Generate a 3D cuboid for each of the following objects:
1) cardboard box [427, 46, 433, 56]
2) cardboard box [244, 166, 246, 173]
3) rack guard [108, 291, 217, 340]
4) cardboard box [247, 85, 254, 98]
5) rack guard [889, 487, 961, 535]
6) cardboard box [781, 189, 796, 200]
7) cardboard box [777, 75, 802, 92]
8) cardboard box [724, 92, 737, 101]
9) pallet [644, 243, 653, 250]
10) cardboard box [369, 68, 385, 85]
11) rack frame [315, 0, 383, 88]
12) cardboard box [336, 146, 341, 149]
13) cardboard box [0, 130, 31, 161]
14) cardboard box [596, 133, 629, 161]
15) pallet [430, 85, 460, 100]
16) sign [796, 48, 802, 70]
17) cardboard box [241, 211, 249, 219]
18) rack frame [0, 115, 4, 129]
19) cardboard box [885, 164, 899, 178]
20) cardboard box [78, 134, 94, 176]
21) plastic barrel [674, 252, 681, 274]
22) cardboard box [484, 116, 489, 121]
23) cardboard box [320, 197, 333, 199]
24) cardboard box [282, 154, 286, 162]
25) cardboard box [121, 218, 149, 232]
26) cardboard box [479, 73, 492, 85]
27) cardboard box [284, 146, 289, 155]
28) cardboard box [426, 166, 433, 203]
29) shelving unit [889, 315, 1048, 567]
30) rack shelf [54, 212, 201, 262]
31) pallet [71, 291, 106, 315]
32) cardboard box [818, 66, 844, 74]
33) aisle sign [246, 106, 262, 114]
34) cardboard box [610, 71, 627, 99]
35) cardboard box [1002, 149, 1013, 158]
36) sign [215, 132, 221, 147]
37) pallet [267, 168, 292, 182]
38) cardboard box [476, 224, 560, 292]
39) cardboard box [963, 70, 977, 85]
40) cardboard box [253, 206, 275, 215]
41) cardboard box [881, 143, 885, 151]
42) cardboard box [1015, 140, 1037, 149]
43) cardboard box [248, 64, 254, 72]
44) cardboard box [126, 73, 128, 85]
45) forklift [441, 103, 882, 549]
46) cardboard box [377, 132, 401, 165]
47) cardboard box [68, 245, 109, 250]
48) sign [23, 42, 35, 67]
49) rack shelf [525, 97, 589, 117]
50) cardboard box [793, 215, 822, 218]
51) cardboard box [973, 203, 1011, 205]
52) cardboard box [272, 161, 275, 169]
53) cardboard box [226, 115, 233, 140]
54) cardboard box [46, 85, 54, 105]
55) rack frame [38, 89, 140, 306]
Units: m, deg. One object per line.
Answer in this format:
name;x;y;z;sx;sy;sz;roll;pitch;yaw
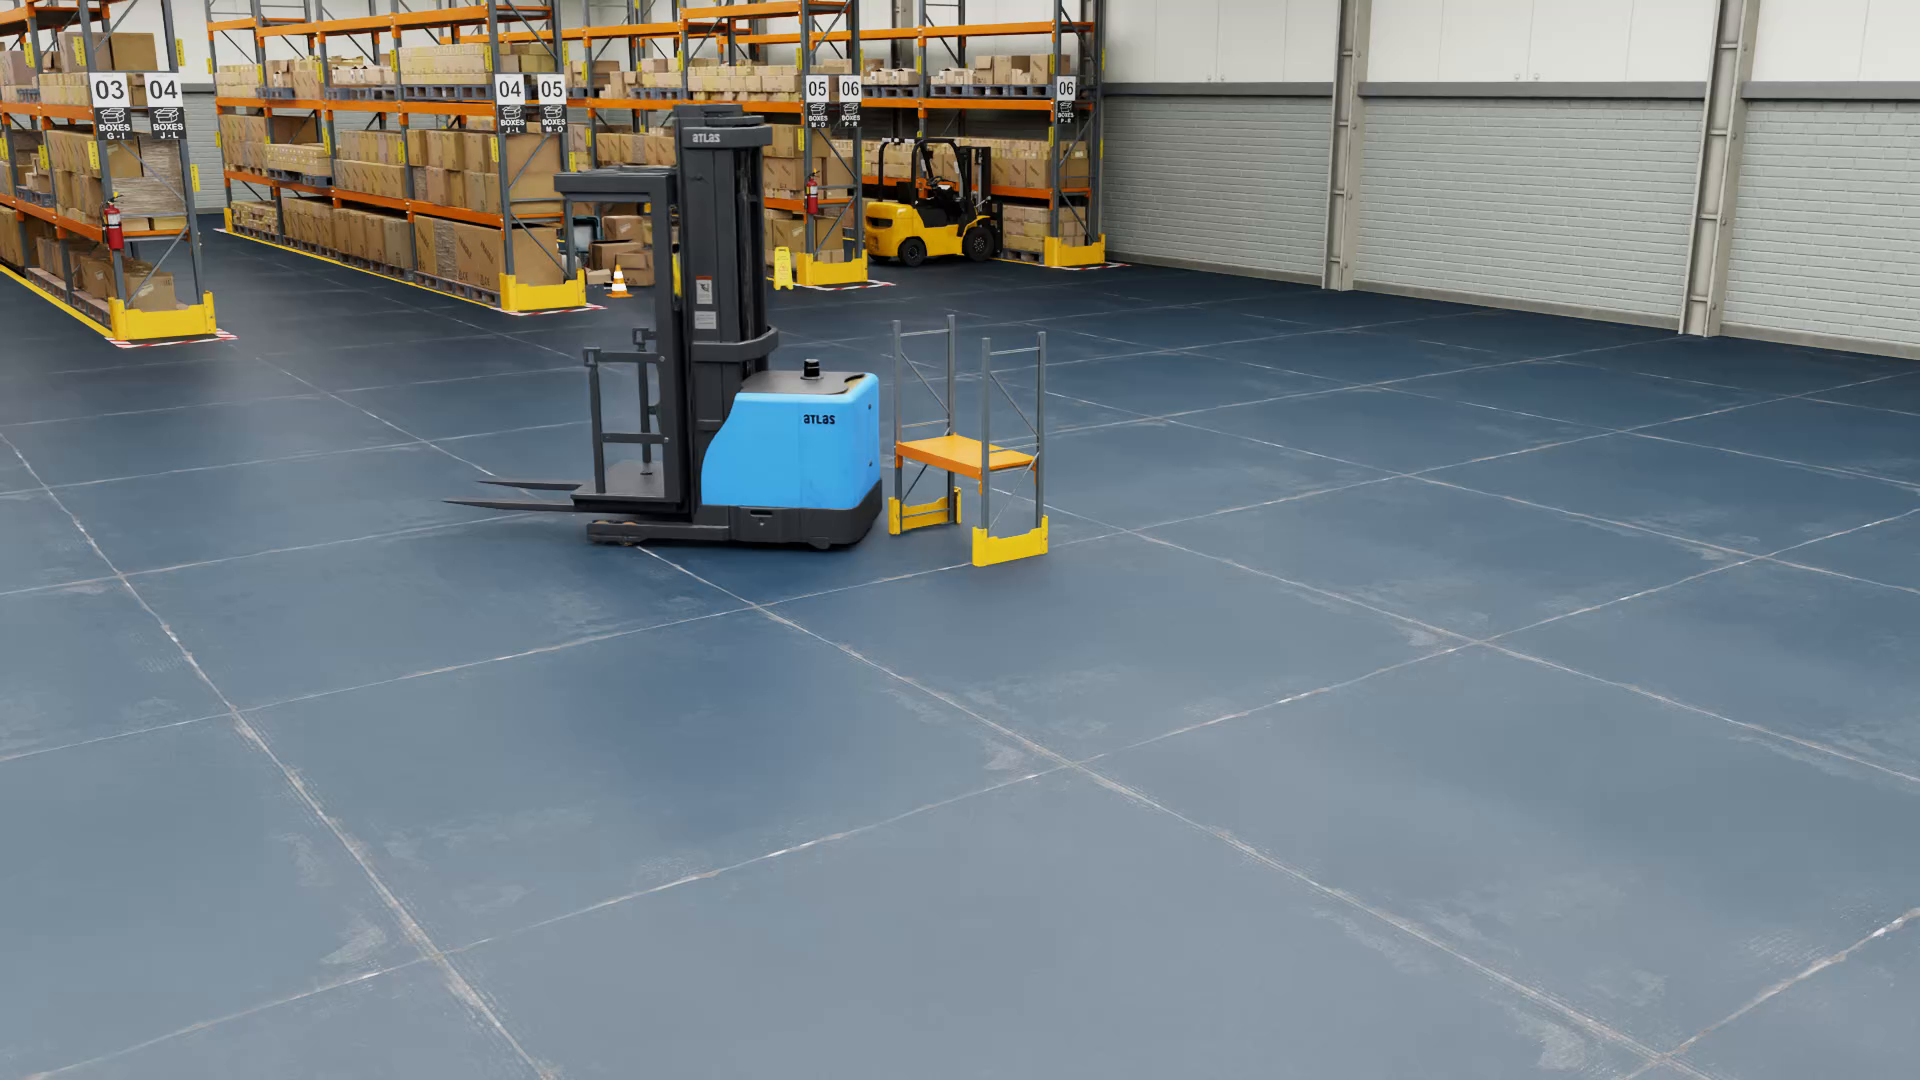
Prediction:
cardboard box;-7.606;-7.186;24.449;0.380;0.149;0.250;-11;19;-35
cardboard box;-14.601;-7.682;34.437;0.380;0.149;0.250;-11;19;-36
rack guard;-10.058;-2.835;20.989;1.175;0.500;0.348;-11;19;-35
cardboard box;-13.789;-8.881;32.946;0.500;0.250;0.500;-11;19;-35
rack guard;-0.248;-0.211;11.872;0.587;0.250;0.087;-11;19;-35
cardboard box;-2.629;-5.525;26.558;0.380;0.149;0.250;-11;19;-35
cardboard box;-2.517;-7.148;26.051;0.500;0.250;0.500;-11;19;-35
cardboard box;-3.678;-7.349;27.540;0.380;0.149;0.250;-11;19;-36
pallet;-5.530;-5.499;31.268;1.003;0.211;1.213;-11;19;-35
cardboard box;-9.198;-7.482;26.848;0.500;0.250;0.500;-11;19;-35
rack frame;-10.646;-9.375;28.783;1.000;3.000;0.127;-11;19;-35
cardboard box;-11.378;-7.203;30.764;0.380;0.149;0.250;-10;18;-32
cardboard box;-16.293;-6.836;28.781;0.797;0.503;0.637;-11;19;-34
cardboard box;-6.624;-7.534;31.871;0.500;0.500;0.500;-12;19;-36
pallet;-7.108;-6.595;24.475;1.003;0.211;1.213;-11;19;-35
sign;-2.458;-7.355;25.408;0.100;0.325;0.005;-11;19;-35
cardboard box;-14.855;-6.832;34.896;0.380;0.149;0.250;-10;18;-33
rack frame;-19.421;-7.441;33.083;1.000;3.000;0.127;-11;19;-35
cardboard box;-1.145;-7.290;32.812;0.500;0.250;0.500;-11;19;-35
cardboard box;-10.836;-4.884;21.091;0.500;0.500;0.500;-11;19;-35
plastic barrel;-4.437;-4.527;27.313;0.512;0.421;0.421;1;15;4
cardboard box;-10.192;-9.268;36.444;0.380;0.149;0.250;-11;19;-36
cardboard box;-12.064;-6.463;32.025;0.500;0.250;0.500;-10;18;-32
cardboard box;-12.519;-7.182;31.252;0.380;0.149;0.250;-10;18;-32
cardboard box;-10.348;-3.933;20.738;0.380;0.149;0.250;-11;19;-35
cardboard box;-6.412;-6.368;22.969;0.380;0.149;0.250;-11;19;-35
cardboard box;-12.377;-7.273;31.019;0.380;0.149;0.250;-10;18;-32
cardboard box;-7.726;-5.509;25.737;0.875;0.550;0.550;-11;19;-35
shelving unit;0.045;-0.707;11.319;0.587;1.500;1.083;-11;19;-35
rack shelf;-11.190;-4.105;22.255;1.077;0.370;4.000;-11;19;-35
pallet;-11.942;-3.396;23.585;1.003;0.211;1.213;-11;19;-35
cardboard box;-2.042;-7.381;26.145;0.380;0.149;0.250;-11;19;-35
aisle sign;-15.150;-9.506;35.701;0.394;0.787;0.004;-11;19;-35
cardboard box;-6.152;-8.562;31.307;0.700;0.500;0.500;-11;19;-35
cardboard box;0.976;-6.945;29.852;0.380;0.149;0.250;-12;19;-36
sign;-15.789;-8.523;35.395;0.100;0.325;0.005;-11;19;-35
pallet;-12.666;-7.057;32.042;1.003;0.211;1.213;-11;19;-35
cardboard box;-6.394;-4.085;24.050;0.875;0.875;0.875;-11;19;-34
cardboard box;0.290;-8.457;30.381;0.396;0.266;0.258;-11;19;-36
cardboard box;-14.244;-6.753;34.044;0.380;0.149;0.250;-12;19;-36
cardboard box;-1.350;-7.802;32.982;0.380;0.149;0.250;-11;19;-36
cardboard box;1.202;-7.047;29.660;0.380;0.149;0.250;-11;19;-34
cardboard box;-13.744;-9.268;32.657;0.380;0.149;0.250;-11;19;-35
cardboard box;-10.488;-5.676;20.480;0.380;0.149;0.250;-12;19;-36
forklift;-2.126;-1.507;11.531;3.031;2.935;1.130;2;15;8
cardboard box;-9.192;-6.480;27.488;0.700;0.500;0.500;-11;19;-34
cardboard box;-12.974;-4.125;24.866;0.700;0.500;0.500;-11;19;-35
sign;-12.812;-6.678;22.887;0.100;0.325;0.005;-11;19;-35
rack shelf;-7.877;-8.798;33.721;1.077;0.370;4.000;-11;19;-35
cardboard box;-2.574;-5.132;27.638;0.500;0.500;0.500;-12;19;-37
cardboard box;0.591;-6.067;30.578;0.500;0.250;0.500;-11;19;-36
cardboard box;-12.971;-7.203;31.892;0.380;0.149;0.250;-11;18;-34
cardboard box;-14.999;-8.620;34.741;0.500;0.500;0.500;-10;18;-33
cardboard box;-11.993;-6.005;22.438;0.500;0.250;0.500;-11;19;-35
rack frame;-12.366;-4.879;23.720;1.000;3.000;0.127;-11;19;-35
